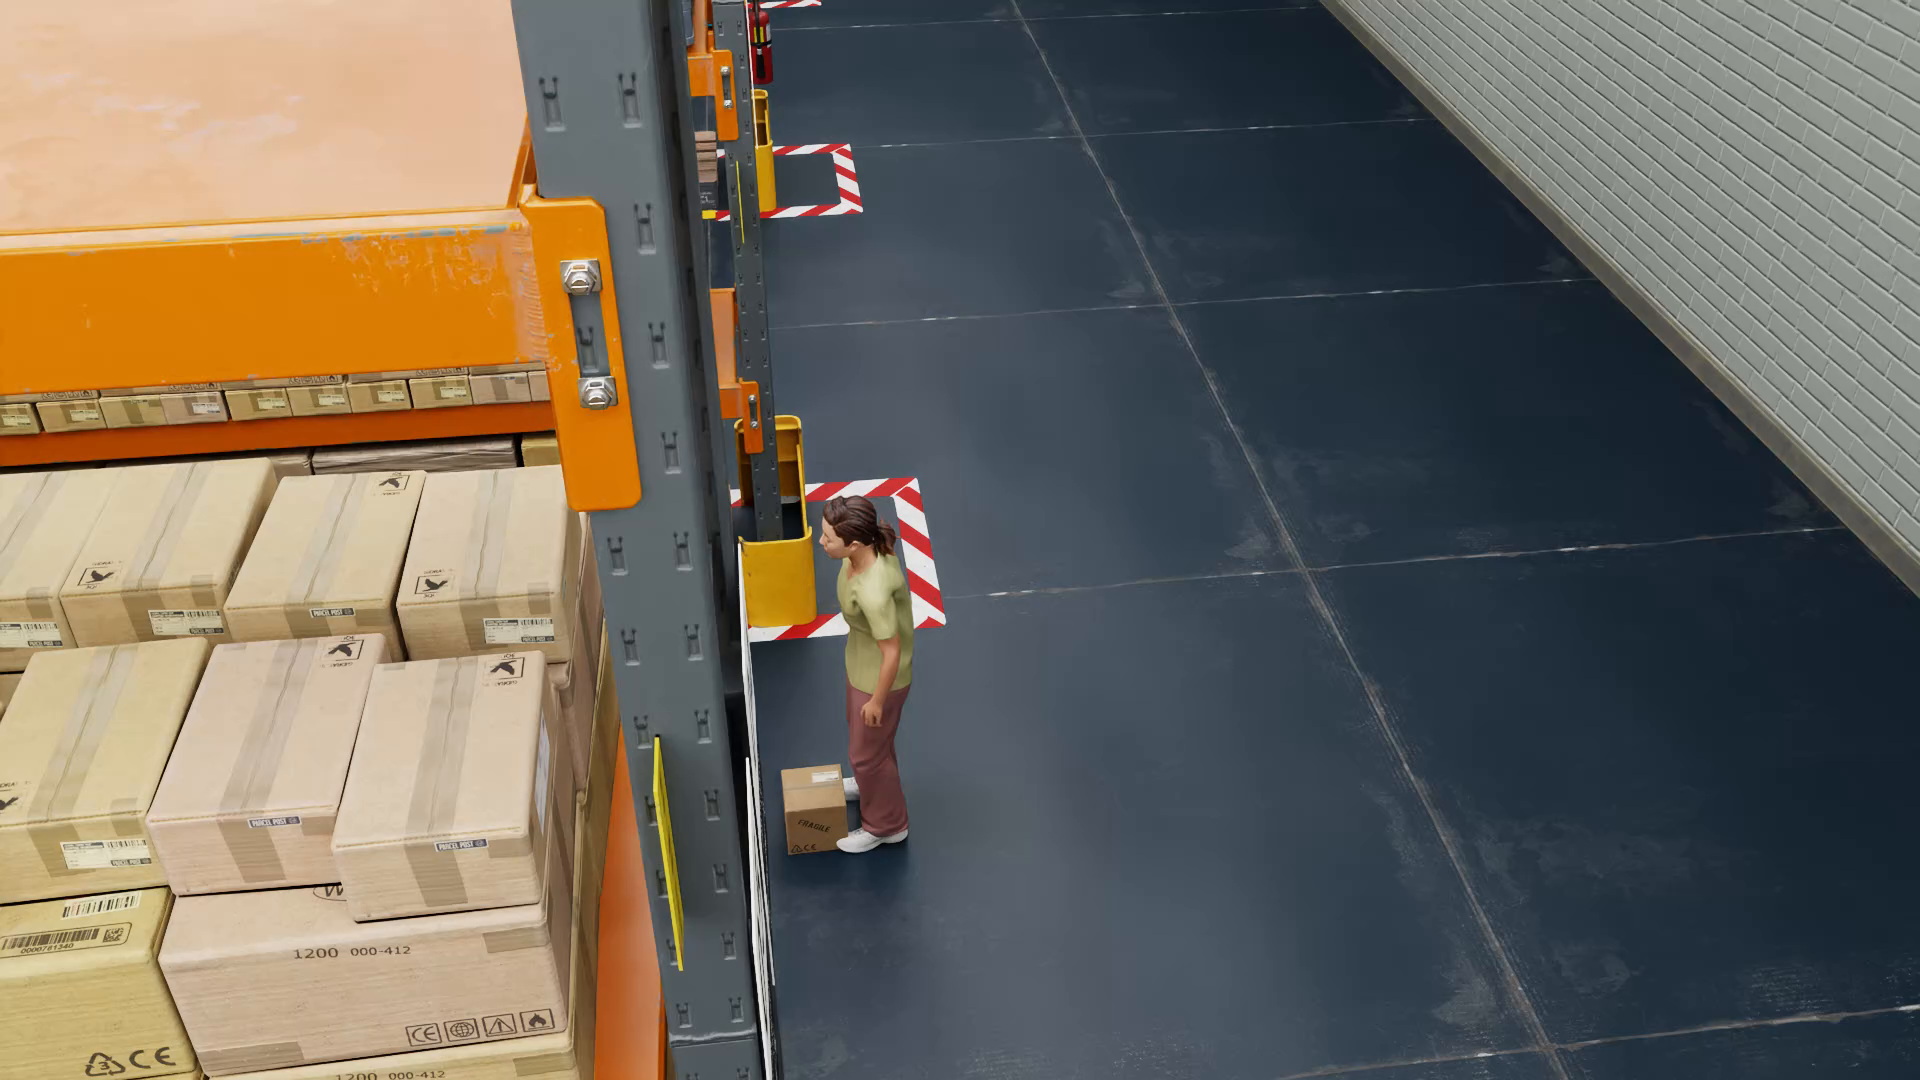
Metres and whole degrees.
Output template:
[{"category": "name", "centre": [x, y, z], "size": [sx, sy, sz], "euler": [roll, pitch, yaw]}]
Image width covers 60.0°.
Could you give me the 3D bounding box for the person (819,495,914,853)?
[{"category": "person", "centre": [-0.360, 0.516, 6.535], "size": [0.353, 1.673, 0.519], "euler": [-6, 35, -8]}]
